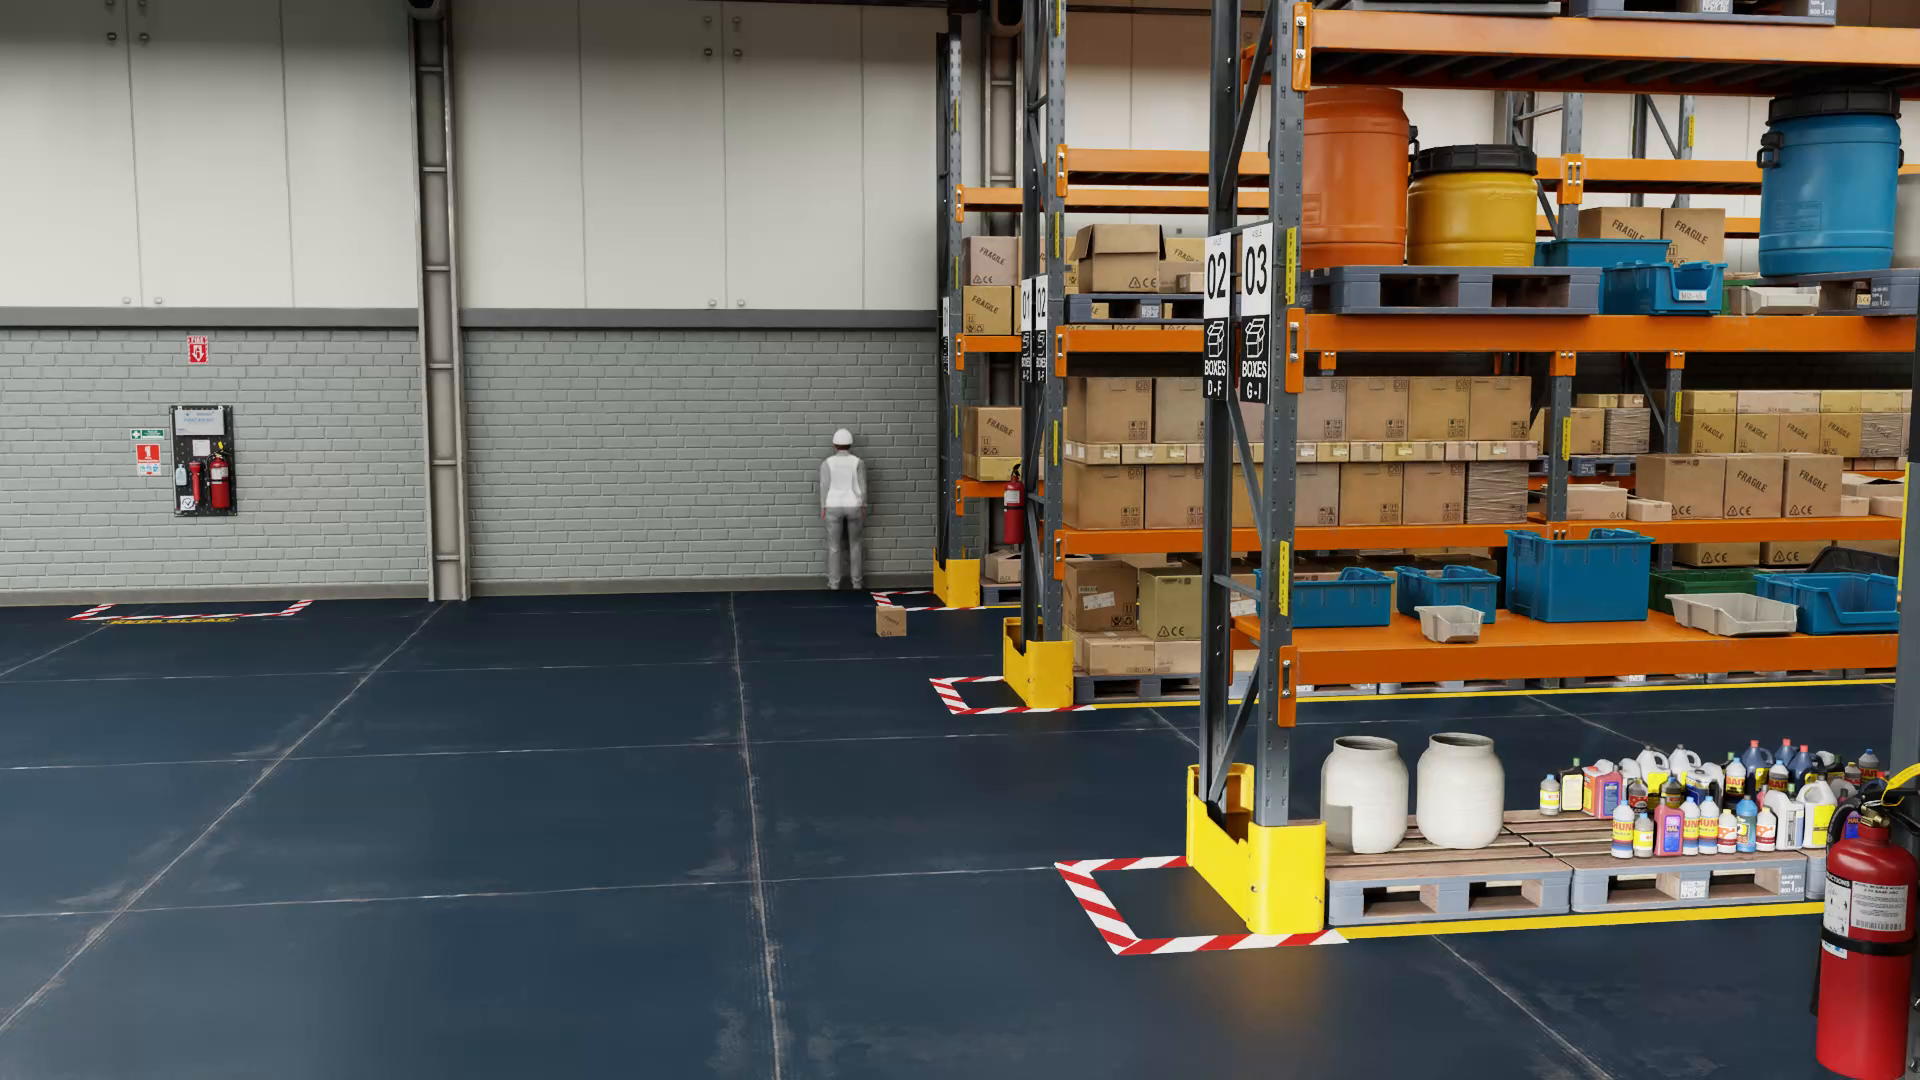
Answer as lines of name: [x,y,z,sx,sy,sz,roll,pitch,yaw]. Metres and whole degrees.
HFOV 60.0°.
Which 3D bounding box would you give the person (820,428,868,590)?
person: [-1.291,-0.348,18.420,0.527,1.777,0.387,-1,7,-9]
